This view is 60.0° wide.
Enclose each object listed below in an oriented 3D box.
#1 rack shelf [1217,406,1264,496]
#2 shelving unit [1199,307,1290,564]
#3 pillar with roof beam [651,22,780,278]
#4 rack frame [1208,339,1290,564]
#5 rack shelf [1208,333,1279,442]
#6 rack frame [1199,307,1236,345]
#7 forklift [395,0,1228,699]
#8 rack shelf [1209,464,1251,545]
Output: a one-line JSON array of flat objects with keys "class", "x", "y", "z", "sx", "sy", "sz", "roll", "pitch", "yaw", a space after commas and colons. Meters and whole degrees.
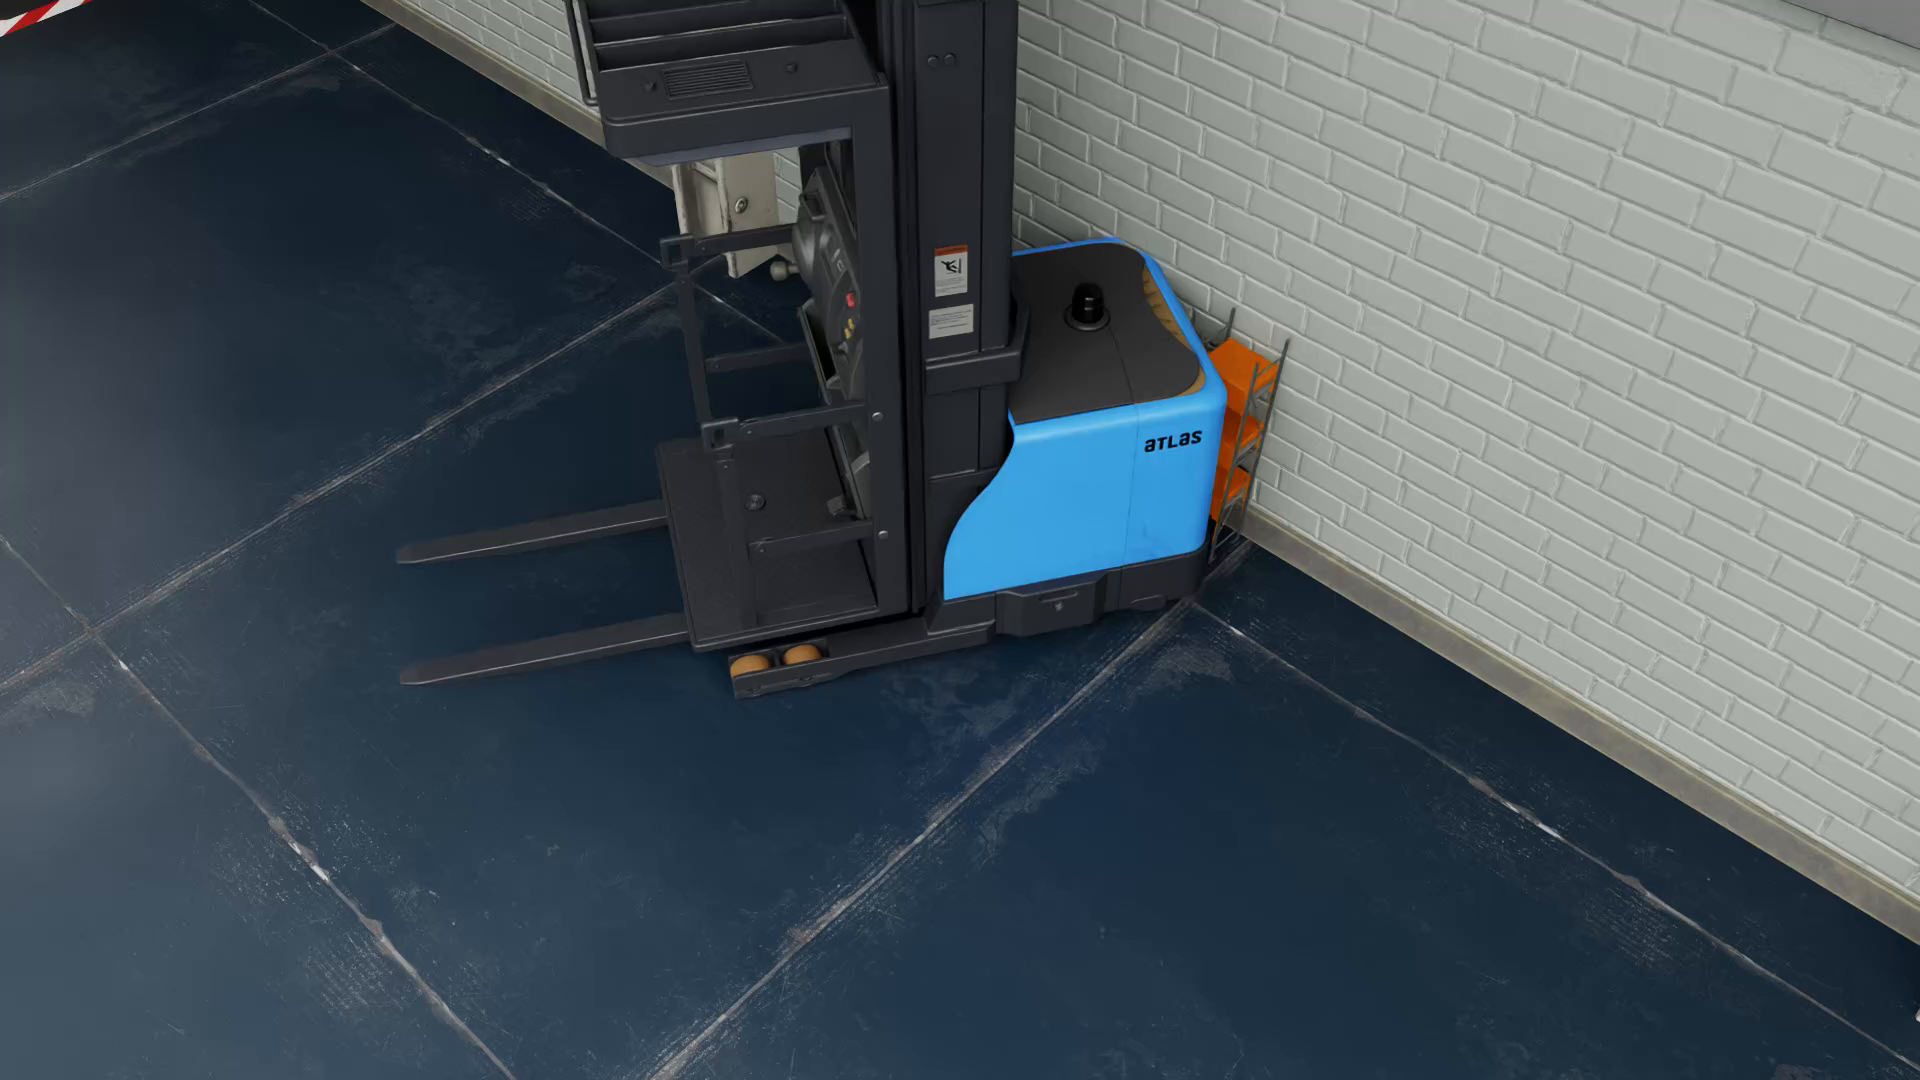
[{"class": "rack shelf", "x": 1.001, "y": -0.372, "z": 6.383, "sx": 0.240, "sy": 0.259, "sz": 0.215, "roll": 36, "pitch": 54, "yaw": 26}, {"class": "shelving unit", "x": 1.001, "y": -0.380, "z": 6.375, "sx": 0.252, "sy": 1.050, "sz": 0.215, "roll": 36, "pitch": 54, "yaw": 26}, {"class": "pillar with roof beam", "x": -4.028, "y": -2.197, "z": 2.640, "sx": 0.400, "sy": 9.000, "sz": 9.100, "roll": 34, "pitch": 55, "yaw": 28}, {"class": "rack frame", "x": 1.090, "y": -0.315, "z": 6.321, "sx": 0.008, "sy": 1.050, "sz": 0.200, "roll": 36, "pitch": 54, "yaw": 26}, {"class": "rack shelf", "x": 1.016, "y": -0.566, "z": 6.176, "sx": 0.240, "sy": 0.259, "sz": 0.215, "roll": 36, "pitch": 54, "yaw": 26}, {"class": "rack frame", "x": 0.913, "y": -0.444, "z": 6.429, "sx": 0.008, "sy": 1.050, "sz": 0.200, "roll": 36, "pitch": 54, "yaw": 26}, {"class": "forklift", "x": -0.624, "y": -0.847, "z": 5.534, "sx": 3.031, "sy": 2.935, "sz": 1.130, "roll": -11, "pitch": 48, "yaw": -10}, {"class": "rack shelf", "x": 0.986, "y": -0.182, "z": 6.586, "sx": 0.240, "sy": 0.259, "sz": 0.215, "roll": 36, "pitch": 54, "yaw": 26}]
